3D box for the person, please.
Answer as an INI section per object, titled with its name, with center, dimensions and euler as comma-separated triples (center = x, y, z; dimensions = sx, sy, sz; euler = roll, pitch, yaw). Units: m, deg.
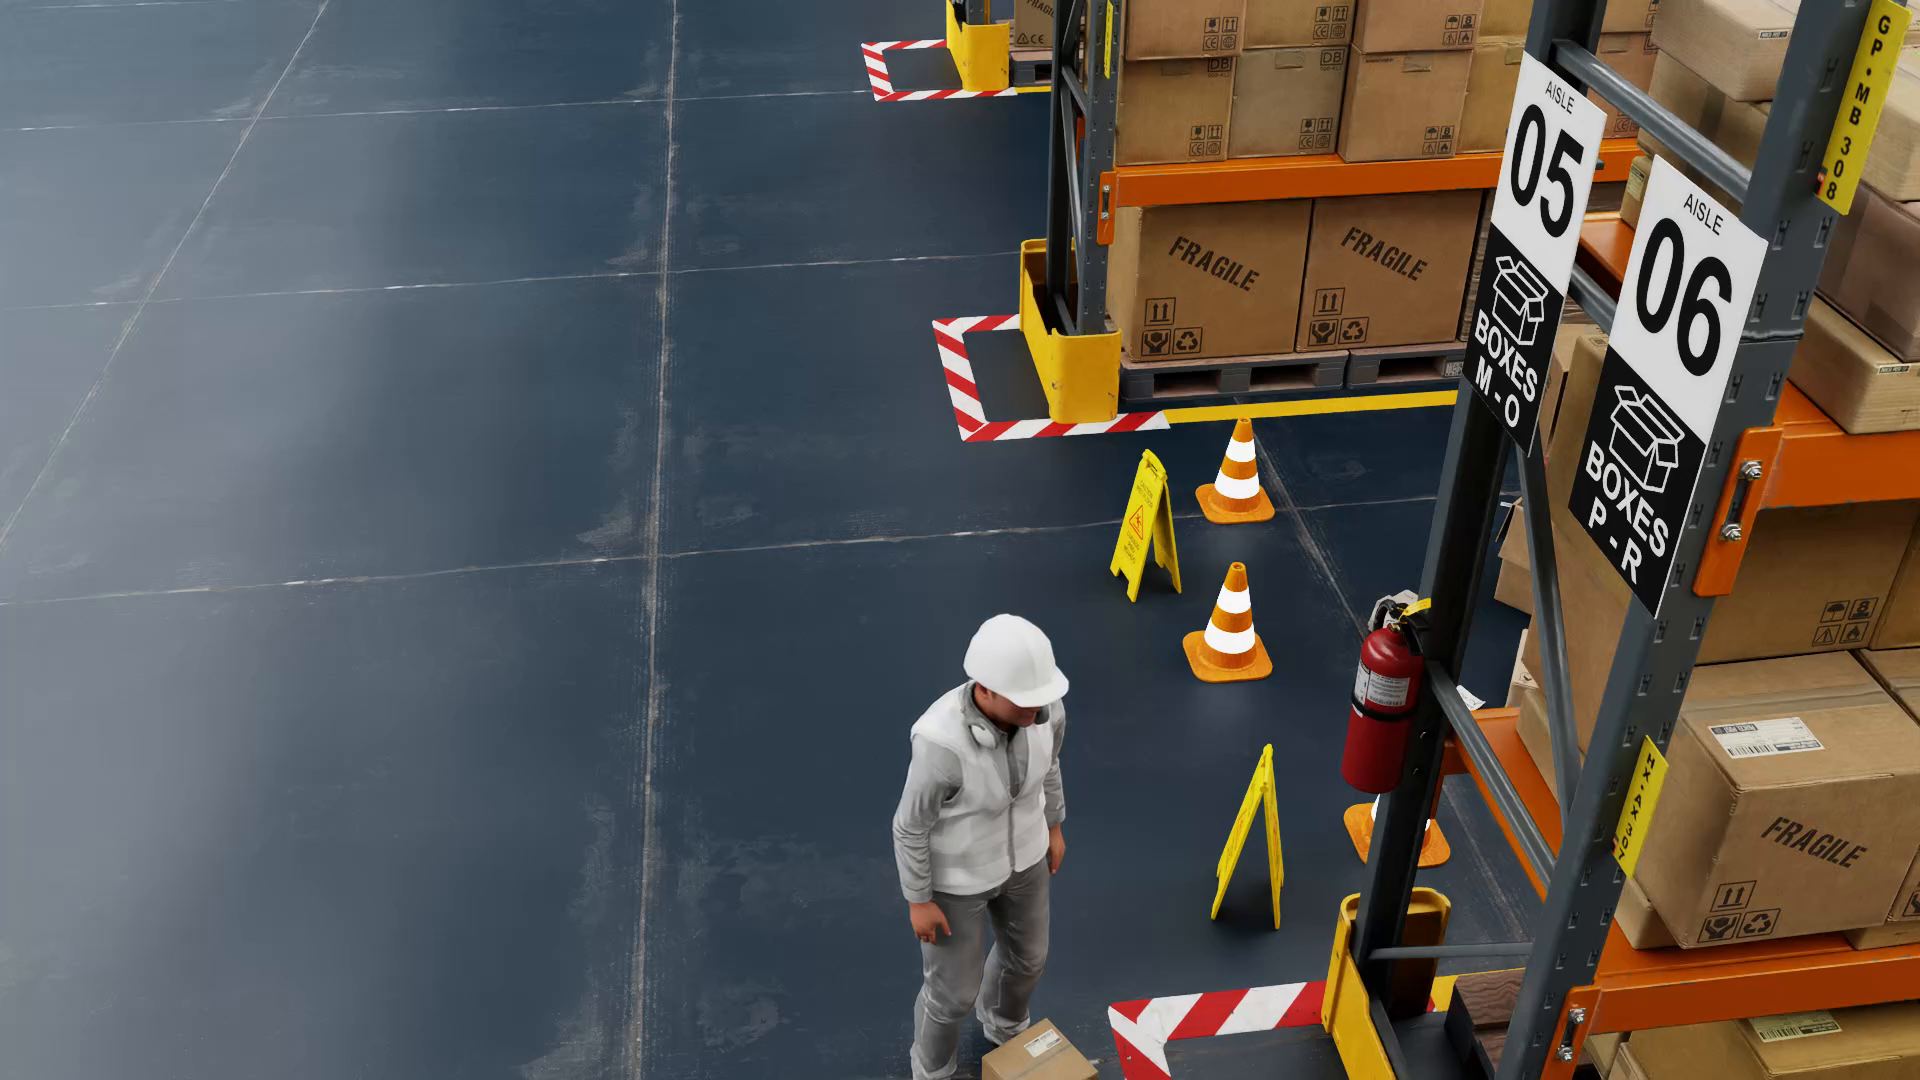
[person]
center = 0.075, 0.925, 4.780
dimensions = 0.583, 1.769, 0.465
euler = -24, 41, -30
